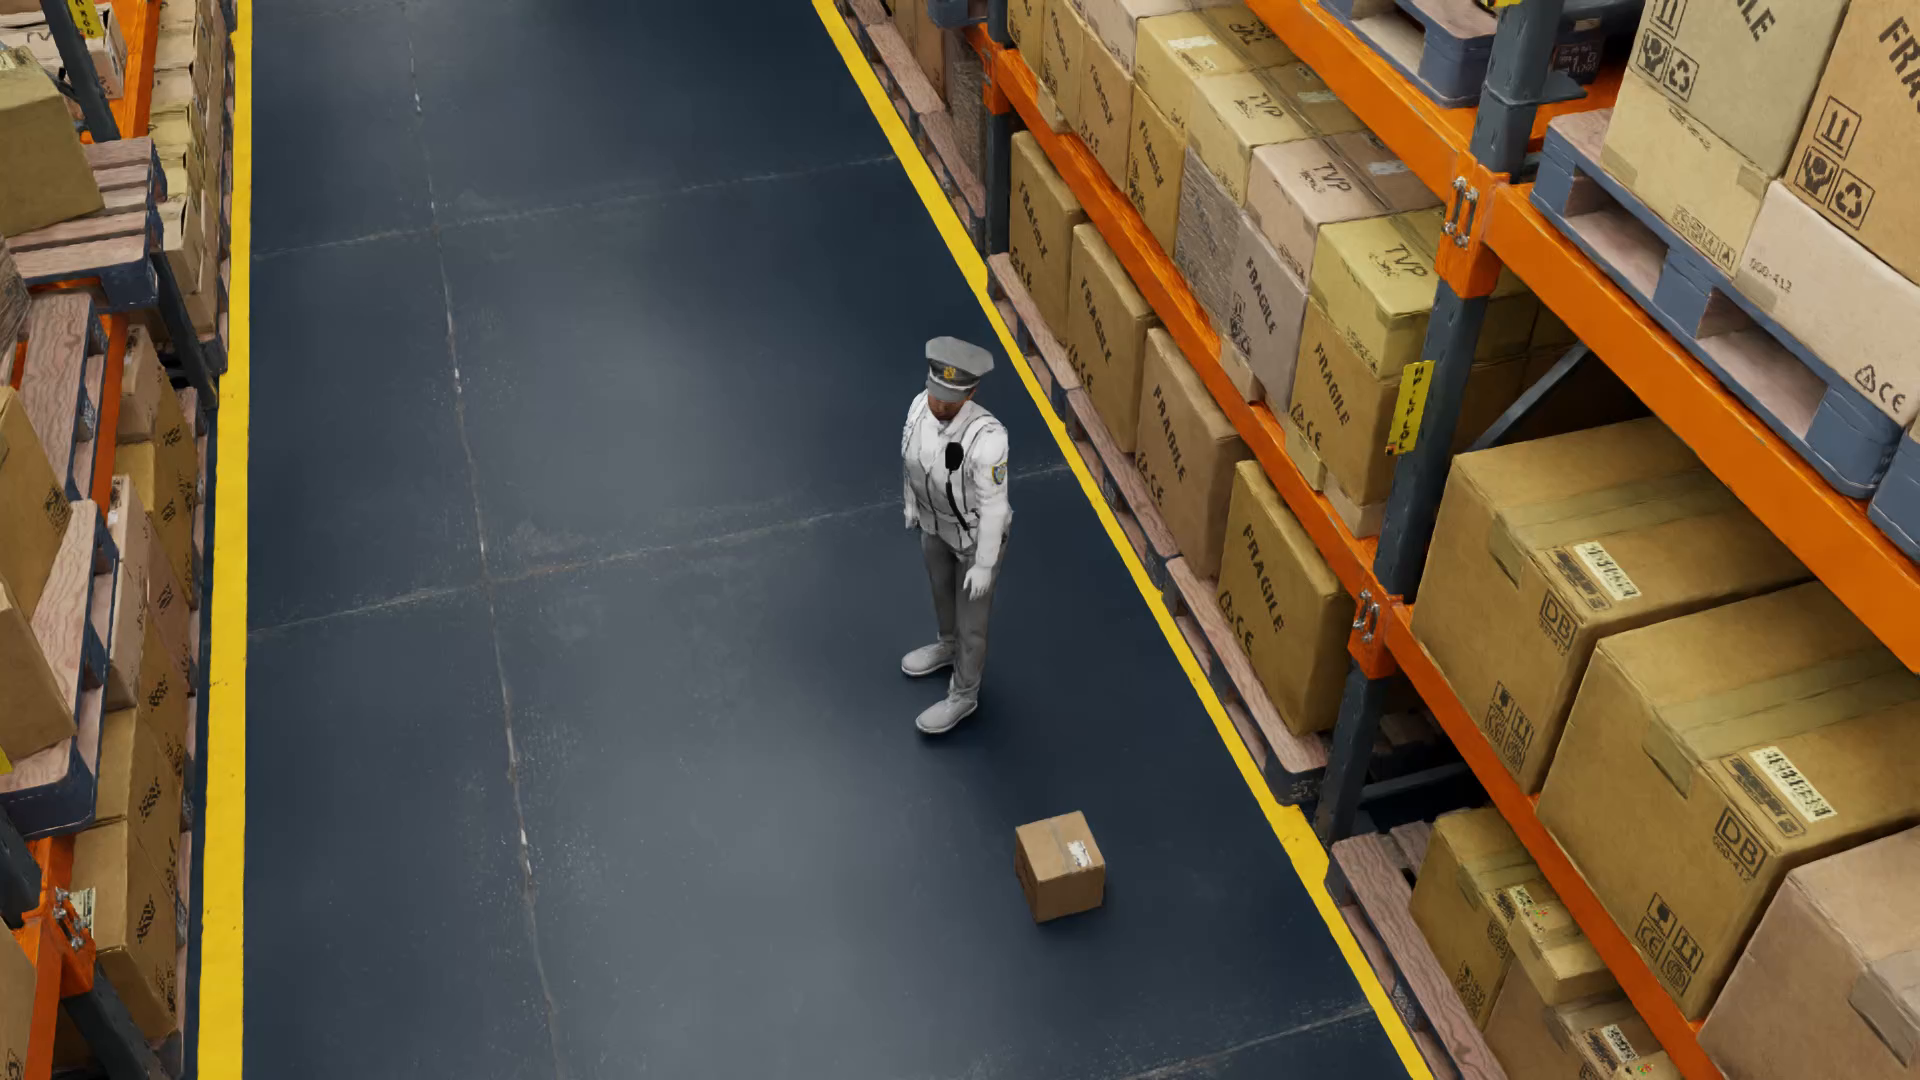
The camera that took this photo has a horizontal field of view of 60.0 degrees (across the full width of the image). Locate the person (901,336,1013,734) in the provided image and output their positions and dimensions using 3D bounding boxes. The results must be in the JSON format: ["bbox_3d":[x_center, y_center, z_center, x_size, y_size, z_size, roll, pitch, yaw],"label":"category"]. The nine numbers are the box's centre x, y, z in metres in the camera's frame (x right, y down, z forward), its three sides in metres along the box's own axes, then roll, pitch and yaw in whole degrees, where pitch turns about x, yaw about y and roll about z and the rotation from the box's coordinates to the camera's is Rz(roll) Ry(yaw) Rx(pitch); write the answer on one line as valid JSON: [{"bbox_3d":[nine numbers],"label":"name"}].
[{"bbox_3d":[-0.075,-0.010,6.131,0.480,1.687,0.545,-34,52,-31],"label":"person"}]
